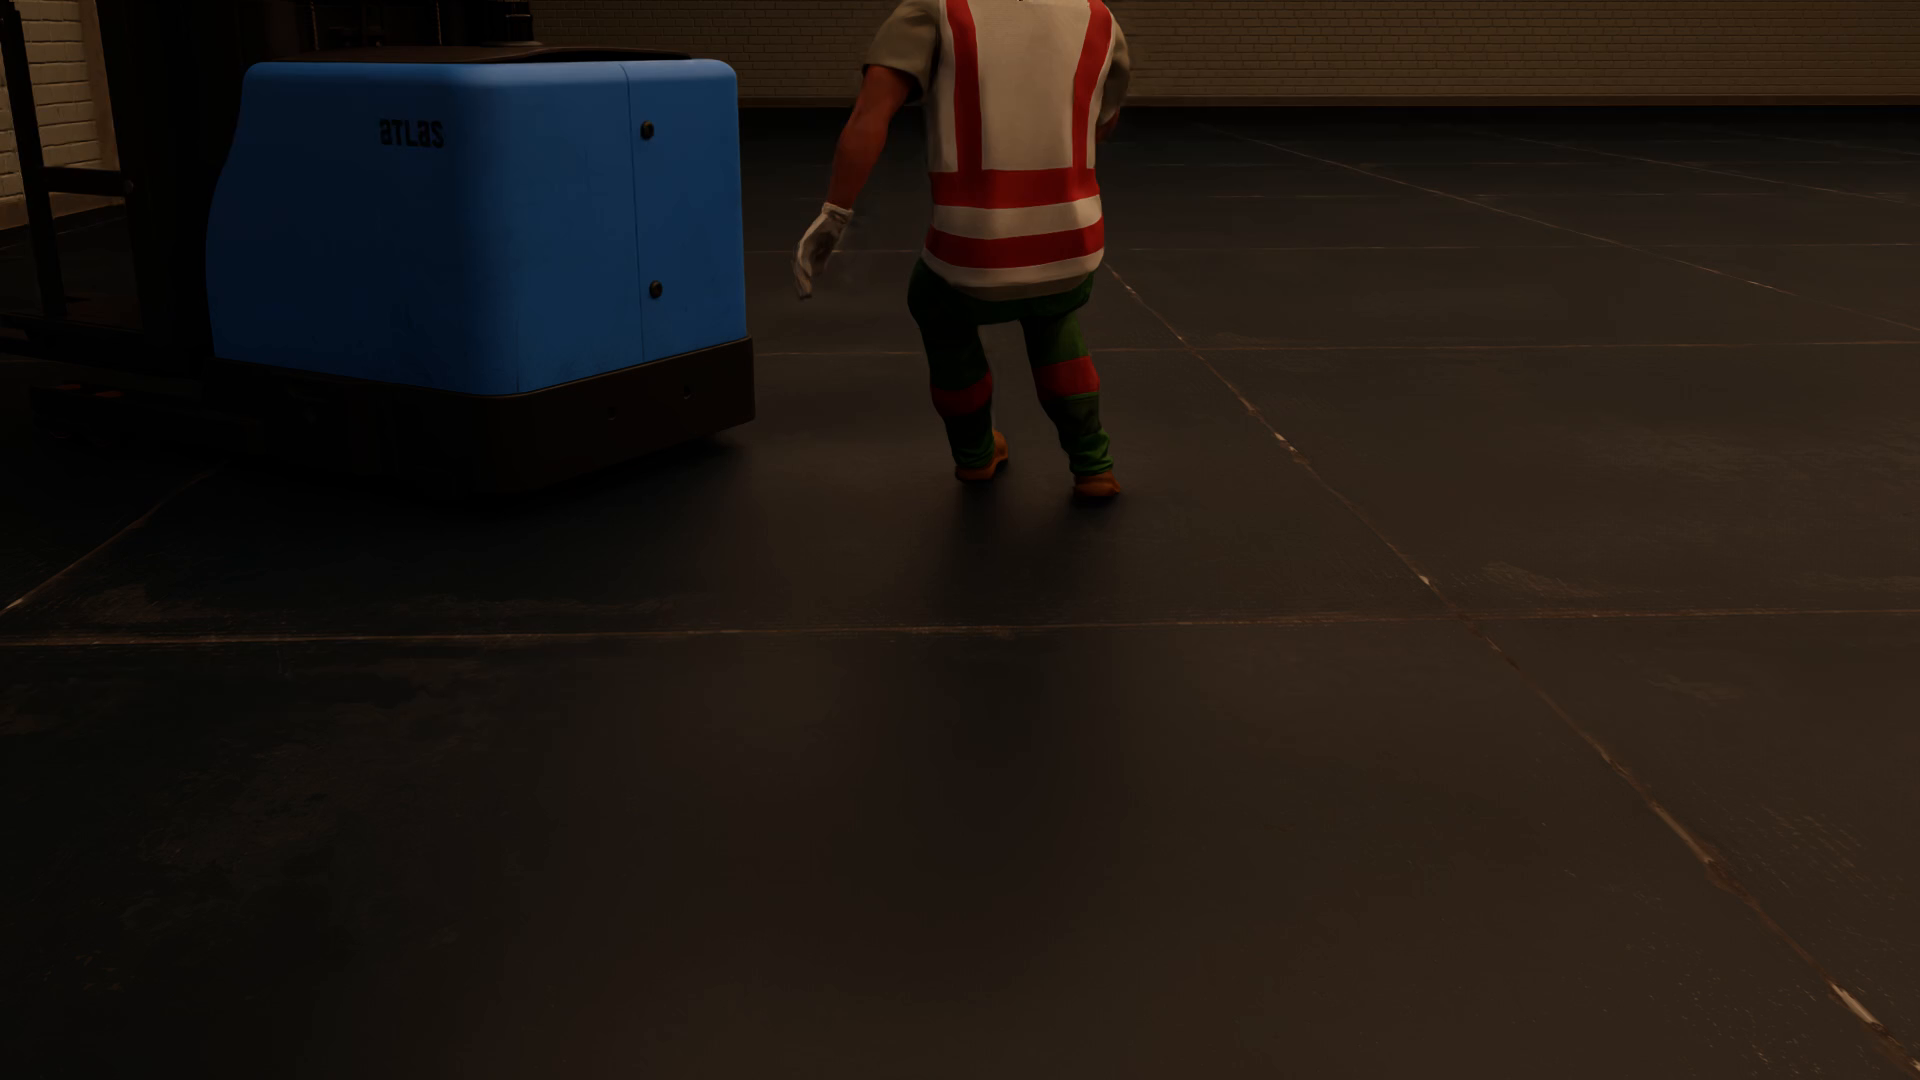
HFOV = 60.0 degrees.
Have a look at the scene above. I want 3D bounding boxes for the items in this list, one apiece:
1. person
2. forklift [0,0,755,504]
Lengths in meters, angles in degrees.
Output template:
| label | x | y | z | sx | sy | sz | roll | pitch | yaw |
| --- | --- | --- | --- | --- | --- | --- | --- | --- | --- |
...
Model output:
| label | x | y | z | sx | sy | sz | roll | pitch | yaw |
| --- | --- | --- | --- | --- | --- | --- | --- | --- | --- |
| person | 0.003 | -0.768 | 3.992 | 0.929 | 1.534 | 0.946 | -5 | 18 | -15 |
| forklift | -2.128 | -1.788 | 4.753 | 3.031 | 2.935 | 1.130 | 10 | 20 | 29 |
